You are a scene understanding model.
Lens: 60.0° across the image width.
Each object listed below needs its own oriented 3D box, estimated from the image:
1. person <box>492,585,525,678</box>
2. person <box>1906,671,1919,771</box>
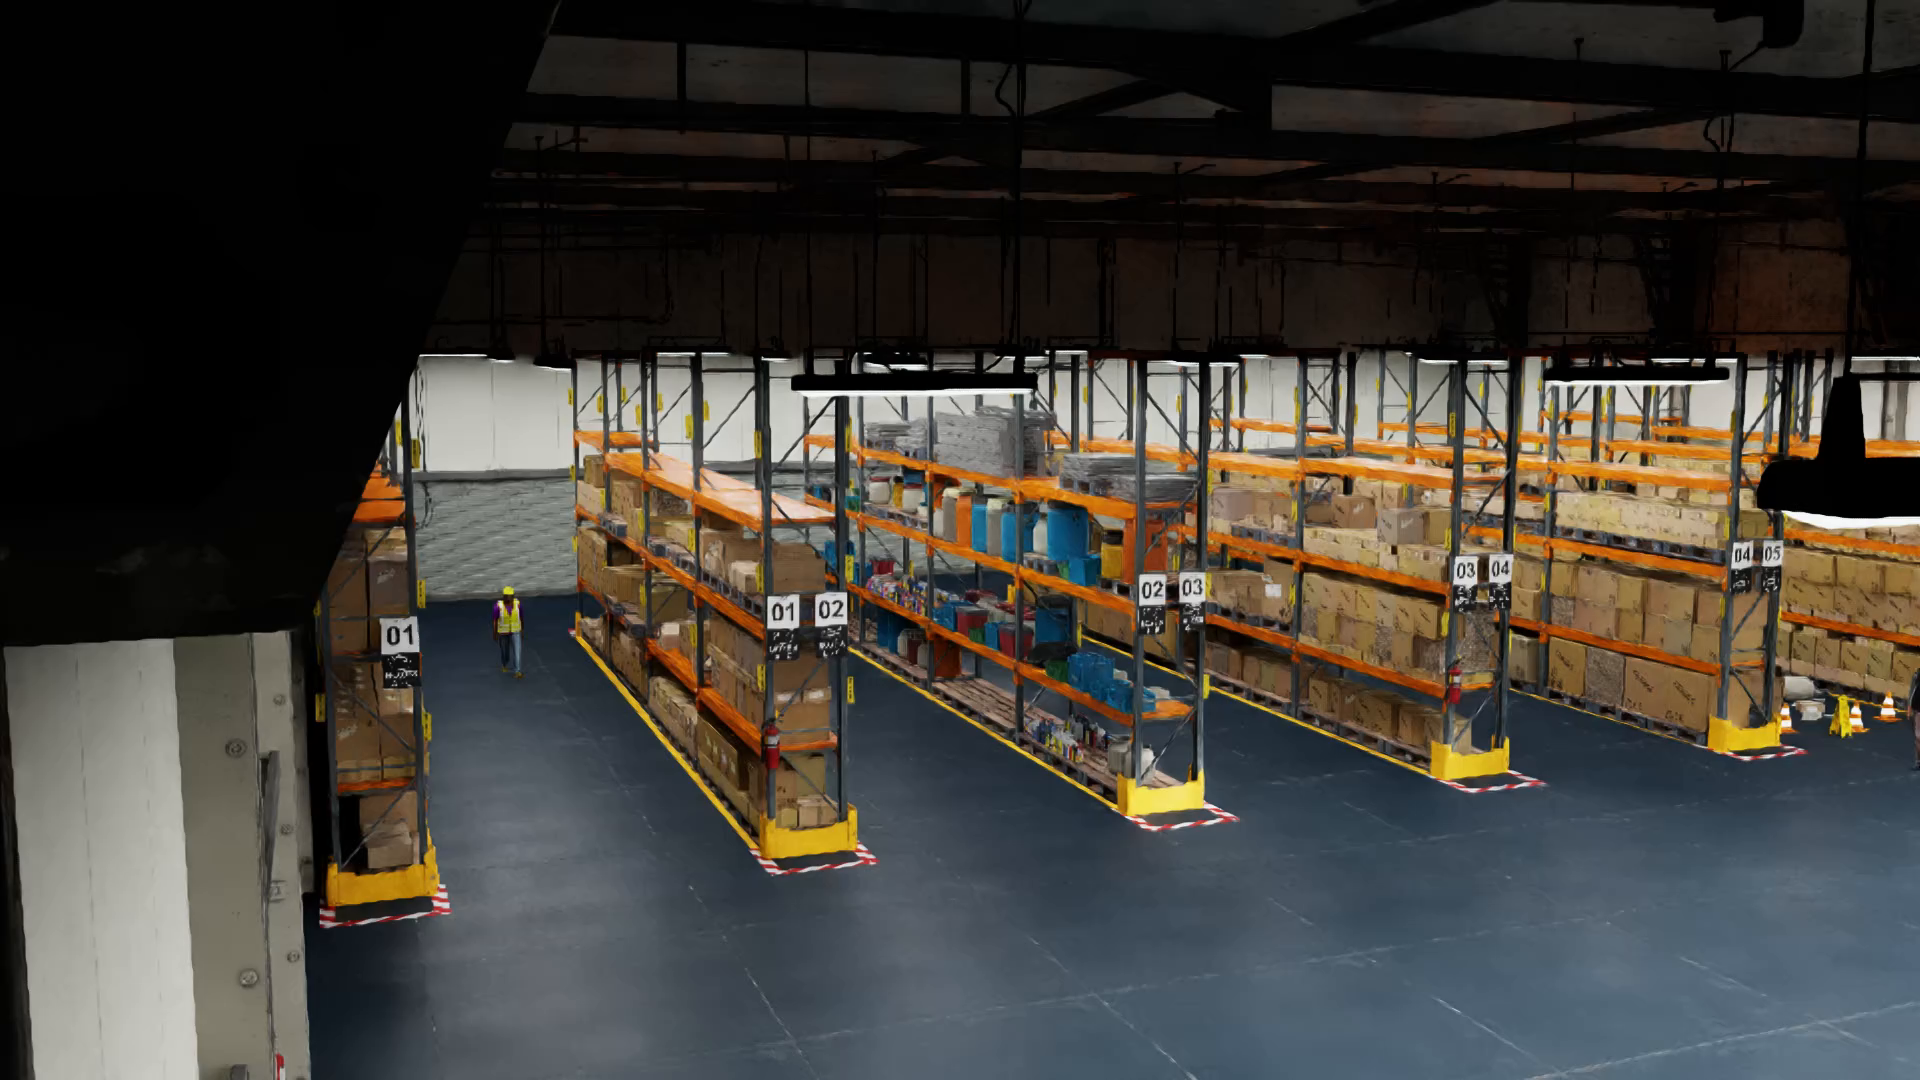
[{"bbox_3d":[-8.332,1.671,30.697,0.577,1.691,1.121,-2,8,-19],"label":"person"},{"bbox_3d":[14.104,2.496,24.147,0.628,1.713,0.536,6,9,41],"label":"person"}]
